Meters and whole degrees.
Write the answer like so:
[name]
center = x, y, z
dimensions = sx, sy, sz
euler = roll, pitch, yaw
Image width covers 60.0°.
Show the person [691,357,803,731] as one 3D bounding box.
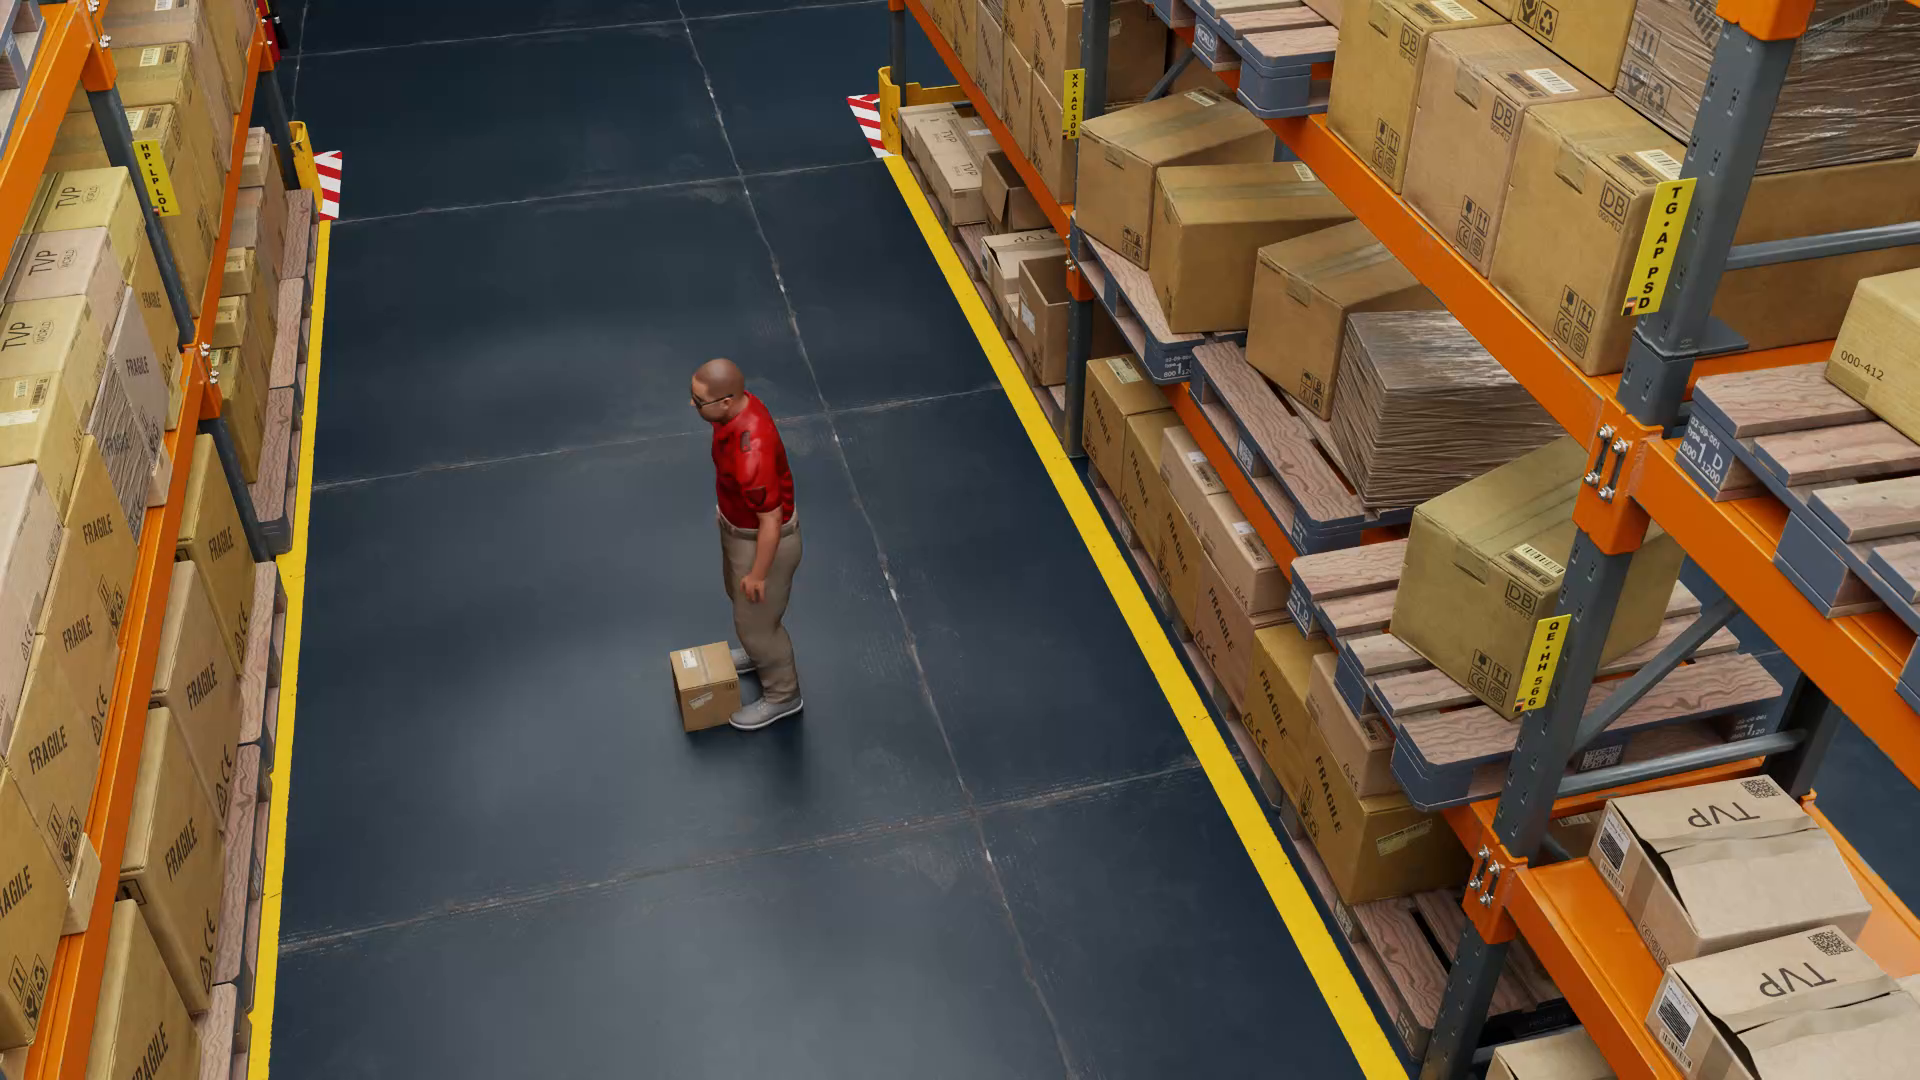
[person]
center = -0.849, -0.006, 6.733
dimensions = 0.393, 1.727, 0.586
euler = -9, 39, -11
